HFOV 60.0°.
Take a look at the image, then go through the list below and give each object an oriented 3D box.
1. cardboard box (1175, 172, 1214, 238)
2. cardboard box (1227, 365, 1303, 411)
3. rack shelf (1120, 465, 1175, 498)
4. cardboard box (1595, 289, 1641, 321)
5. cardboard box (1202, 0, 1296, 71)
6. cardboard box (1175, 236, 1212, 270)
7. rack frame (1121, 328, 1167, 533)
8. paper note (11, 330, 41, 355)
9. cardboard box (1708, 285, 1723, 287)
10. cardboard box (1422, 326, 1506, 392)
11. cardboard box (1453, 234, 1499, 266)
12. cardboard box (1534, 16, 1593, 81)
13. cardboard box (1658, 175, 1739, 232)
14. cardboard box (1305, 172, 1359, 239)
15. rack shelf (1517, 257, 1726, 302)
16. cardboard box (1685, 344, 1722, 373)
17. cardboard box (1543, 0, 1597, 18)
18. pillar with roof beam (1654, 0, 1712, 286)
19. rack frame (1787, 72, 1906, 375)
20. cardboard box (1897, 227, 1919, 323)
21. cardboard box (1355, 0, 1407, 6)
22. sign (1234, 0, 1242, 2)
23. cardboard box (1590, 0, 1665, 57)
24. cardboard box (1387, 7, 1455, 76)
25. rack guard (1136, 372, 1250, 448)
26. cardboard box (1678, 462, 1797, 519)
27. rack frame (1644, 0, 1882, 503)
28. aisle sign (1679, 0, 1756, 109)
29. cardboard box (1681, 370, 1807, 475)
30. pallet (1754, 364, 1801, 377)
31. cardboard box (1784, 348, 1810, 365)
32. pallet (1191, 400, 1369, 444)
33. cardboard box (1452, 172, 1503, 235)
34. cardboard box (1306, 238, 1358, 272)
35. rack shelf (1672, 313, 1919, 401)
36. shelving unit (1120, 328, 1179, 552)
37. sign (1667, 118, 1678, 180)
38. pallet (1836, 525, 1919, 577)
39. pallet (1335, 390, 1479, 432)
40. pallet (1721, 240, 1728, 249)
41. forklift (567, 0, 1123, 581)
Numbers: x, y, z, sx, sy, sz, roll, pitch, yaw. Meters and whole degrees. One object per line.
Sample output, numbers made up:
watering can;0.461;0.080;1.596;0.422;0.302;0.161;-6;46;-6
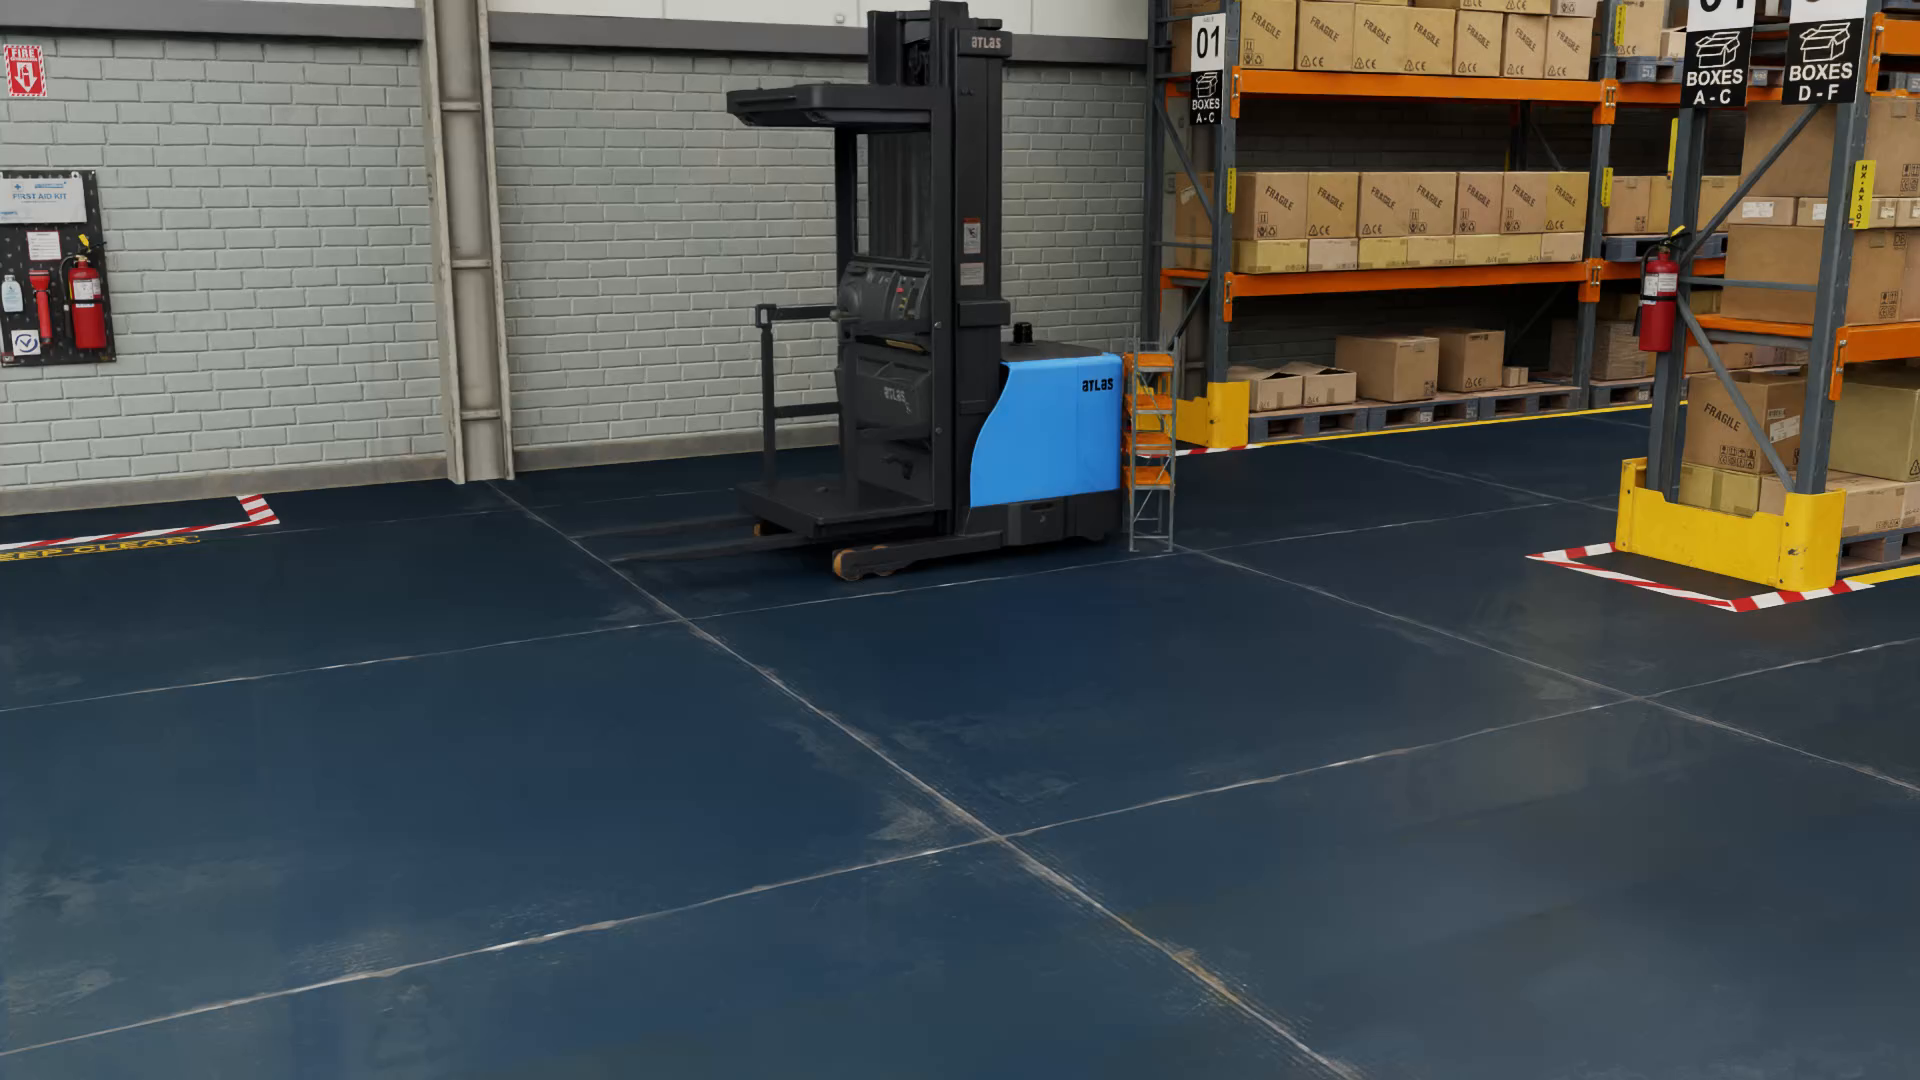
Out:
cardboard box;2.065;-2.674;13.249;0.500;0.500;0.500;-7;14;-28
cardboard box;2.403;-1.240;13.408;0.500;0.311;0.500;-9;15;-34
rack shelf;1.068;-0.316;9.490;0.258;0.148;0.480;0;13;0
cardboard box;6.287;-2.191;15.496;0.500;0.250;0.500;-7;15;-29
cardboard box;2.166;-3.790;12.515;0.500;0.500;0.500;-6;14;-26
cardboard box;2.070;-2.305;13.314;0.500;0.250;0.500;-7;14;-27
rack frame;1.067;-0.629;9.670;0.240;1.200;0.015;0;13;0
paper note;-5.689;-1.203;10.129;0.142;0.148;0.016;-7;14;-28
cardboard box;7.637;-2.350;16.204;0.500;0.250;0.500;-7;14;-27
cardboard box;4.372;-1.581;14.492;0.500;0.500;0.500;-8;15;-32
cardboard box;4.118;-2.424;13.844;0.500;0.250;0.500;-7;14;-28
cardboard box;4.937;-4.123;13.993;0.500;0.500;0.500;-6;14;-26
cardboard box;6.784;-3.145;15.524;0.500;0.500;0.700;-5;14;-20
cardboard box;2.755;-2.626;13.035;0.500;0.500;0.500;-7;14;-28
rack shelf;7.019;-2.562;15.799;4.000;0.370;1.077;-7;14;-28
cardboard box;6.799;-1.888;15.858;0.500;0.500;0.700;-7;14;-27
cardboard box;4.954;-4.607;13.866;0.500;0.500;0.500;-8;15;-33
pillar with roof beam;9.282;-5.250;12.443;0.400;9.000;9.100;-7;14;-28
rack frame;8.775;-3.123;16.655;0.127;3.000;1.000;-7;14;-28
cardboard box;5.004;-1.479;9.121;0.500;0.500;0.700;-6;14;-26
cardboard box;3.116;-4.384;12.875;0.500;0.500;0.500;-6;14;-26
sign;2.013;-4.067;12.025;0.005;0.325;0.100;-7;14;-28
cardboard box;5.782;-4.461;14.585;0.500;0.500;0.500;-5;13;-20
cardboard box;3.569;-3.956;13.250;0.500;0.500;0.500;-6;14;-24
rack guard;1.820;-1.070;13.225;0.348;0.500;1.175;-7;14;-28
cardboard box;4.459;-0.304;9.434;0.500;0.250;0.500;-7;14;-28
rack frame;4.130;-1.327;8.675;0.127;3.000;1.000;-7;14;-28
aisle sign;3.931;-2.645;8.610;0.004;0.787;0.394;-7;14;-28
cardboard box;4.458;-0.670;9.354;0.500;0.500;0.500;-7;14;-28
pallet;8.088;-1.681;16.597;1.213;0.211;1.003;-7;14;-28
cardboard box;8.168;-2.032;16.500;0.500;0.500;0.700;-7;14;-27
pallet;2.550;-1.008;13.606;1.213;0.211;1.003;-7;14;-28
cardboard box;4.115;-2.791;13.767;0.500;0.500;0.500;-7;15;-29
cardboard box;2.782;-2.266;13.140;0.500;0.250;0.500;-7;15;-30
rack shelf;5.885;-1.187;9.689;4.000;0.370;1.077;-7;14;-28
shelving unit;1.068;-0.575;9.432;0.258;1.200;0.503;0;13;0
sign;3.882;-2.114;8.993;0.005;0.325;0.100;-7;14;-28
pallet;4.781;-0.055;9.374;1.213;0.211;1.003;-7;14;-28
pallet;3.619;-1.135;14.173;1.213;0.211;1.003;-7;14;-28
pallet;8.200;-2.934;16.251;1.003;0.211;1.213;-7;14;-28
forklift;-0.593;-1.346;8.916;3.031;2.935;1.130;-8;15;-31
